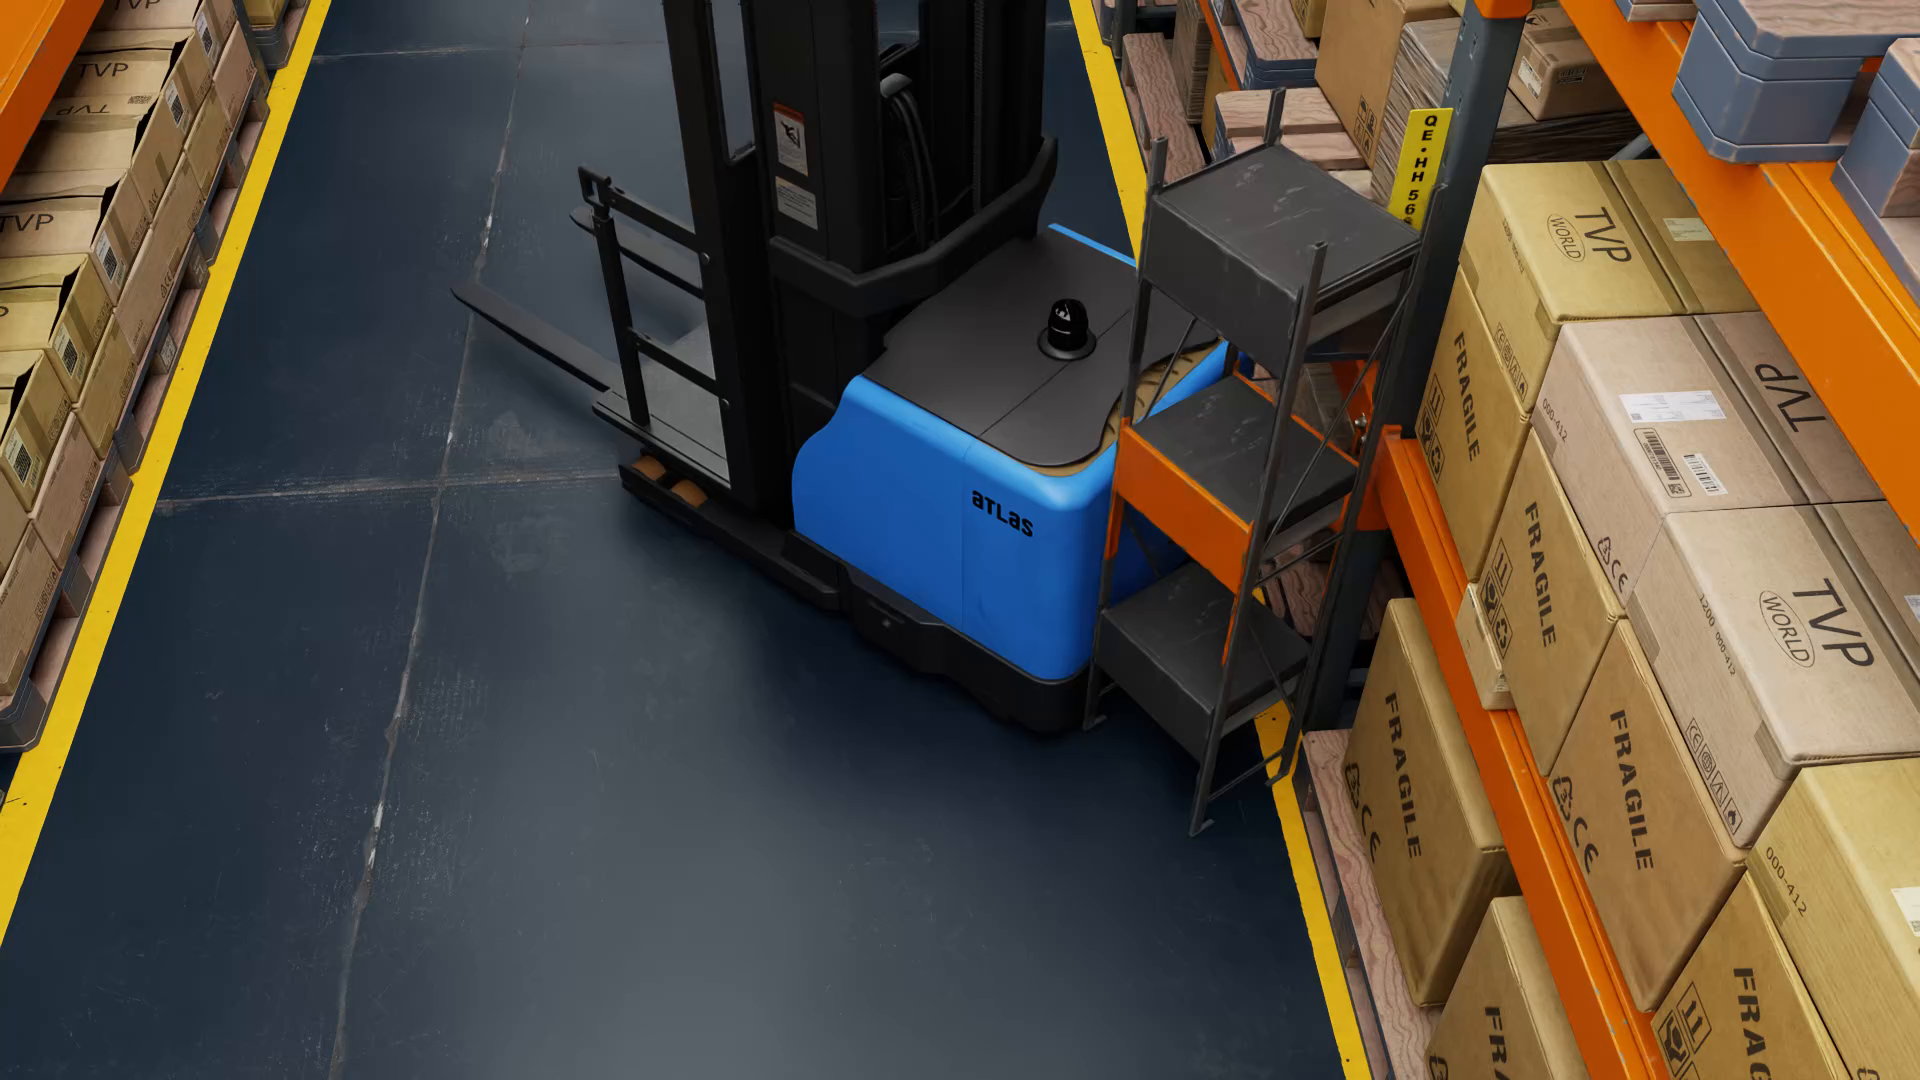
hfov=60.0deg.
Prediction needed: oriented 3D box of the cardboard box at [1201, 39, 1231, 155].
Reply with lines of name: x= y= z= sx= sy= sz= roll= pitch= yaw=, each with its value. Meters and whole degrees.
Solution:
cardboard box: x=1.402 y=-1.773 z=6.781 sx=0.700 sy=0.500 sz=0.500 roll=-4 pitch=47 yaw=-4

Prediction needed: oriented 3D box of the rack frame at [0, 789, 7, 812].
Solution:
rack frame: x=-3.371 y=-0.185 z=3.860 sx=1.000 sy=3.000 sz=0.127 roll=-3 pitch=47 yaw=-3

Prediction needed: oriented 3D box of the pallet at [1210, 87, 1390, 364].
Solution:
pallet: x=1.399 y=-0.932 z=4.699 sx=1.213 sy=0.211 sz=1.003 roll=-3 pitch=47 yaw=-3

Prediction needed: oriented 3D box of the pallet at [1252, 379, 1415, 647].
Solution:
pallet: x=1.501 y=-0.096 z=5.695 sx=1.003 sy=0.211 sz=1.213 roll=-3 pitch=47 yaw=-3

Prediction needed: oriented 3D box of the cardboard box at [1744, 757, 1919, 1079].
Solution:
cardboard box: x=1.487 y=0.573 z=2.338 sx=0.500 sy=0.250 sz=0.500 roll=-4 pitch=47 yaw=-4

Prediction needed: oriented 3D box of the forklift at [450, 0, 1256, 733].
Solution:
forklift: x=-0.564 y=-1.321 z=4.982 sx=3.031 sy=2.935 sz=1.130 roll=30 pitch=54 yaw=25

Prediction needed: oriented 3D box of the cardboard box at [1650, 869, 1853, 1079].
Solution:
cardboard box: x=1.477 y=0.849 z=2.592 sx=0.500 sy=0.500 sz=0.500 roll=-2 pitch=47 yaw=-2

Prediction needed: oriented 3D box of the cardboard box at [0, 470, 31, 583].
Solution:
cardboard box: x=-3.122 y=0.026 z=4.878 sx=0.500 sy=0.311 sz=0.500 roll=-2 pitch=47 yaw=-2

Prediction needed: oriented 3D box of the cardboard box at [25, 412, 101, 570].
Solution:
cardboard box: x=-3.165 y=-0.145 z=5.426 sx=0.500 sy=0.250 sz=0.500 roll=-5 pitch=47 yaw=-4

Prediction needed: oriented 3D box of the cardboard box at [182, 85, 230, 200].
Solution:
cardboard box: x=-3.342 y=-1.630 z=6.832 sx=0.500 sy=0.250 sz=0.500 roll=-4 pitch=47 yaw=-4

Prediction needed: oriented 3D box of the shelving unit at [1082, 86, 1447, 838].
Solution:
shelving unit: x=0.715 y=-0.087 z=4.374 sx=0.431 sy=2.100 sz=0.503 roll=-27 pitch=52 yaw=-26

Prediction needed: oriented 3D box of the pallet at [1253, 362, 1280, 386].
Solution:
pallet: x=1.402 y=-0.976 z=6.529 sx=1.003 sy=0.211 sz=1.213 roll=-3 pitch=47 yaw=-3

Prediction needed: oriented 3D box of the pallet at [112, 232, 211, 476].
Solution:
pallet: x=-3.500 y=-0.705 z=6.272 sx=1.003 sy=0.211 sz=1.213 roll=-3 pitch=47 yaw=-3

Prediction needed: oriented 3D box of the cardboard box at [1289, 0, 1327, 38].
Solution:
cardboard box: x=1.389 y=-1.914 z=5.125 sx=0.700 sy=0.500 sz=0.500 roll=-3 pitch=47 yaw=-3

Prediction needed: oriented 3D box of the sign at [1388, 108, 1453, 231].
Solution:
sign: x=1.025 y=-0.820 z=3.718 sx=0.100 sy=0.325 sz=0.005 roll=-3 pitch=47 yaw=-3

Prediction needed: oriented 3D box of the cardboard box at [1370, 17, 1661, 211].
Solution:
cardboard box: x=1.516 y=-1.014 z=4.273 sx=0.700 sy=0.500 sz=0.500 roll=-8 pitch=47 yaw=-8

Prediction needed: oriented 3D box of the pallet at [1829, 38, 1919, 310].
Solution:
pallet: x=1.768 y=-0.184 z=1.923 sx=1.003 sy=0.211 sz=1.213 roll=-2 pitch=47 yaw=-1

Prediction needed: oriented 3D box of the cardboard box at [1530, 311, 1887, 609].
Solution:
cardboard box: x=1.392 y=-0.158 z=3.029 sx=0.500 sy=0.250 sz=0.500 roll=-4 pitch=47 yaw=-4

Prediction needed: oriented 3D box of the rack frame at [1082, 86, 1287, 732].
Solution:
rack frame: x=0.568 y=-0.228 z=4.509 sx=0.400 sy=2.100 sz=0.015 roll=-27 pitch=52 yaw=-26

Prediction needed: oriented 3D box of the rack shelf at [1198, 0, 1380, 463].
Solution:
rack shelf: x=1.398 y=-1.689 z=5.779 sx=1.077 sy=0.370 sz=4.000 roll=-3 pitch=47 yaw=-3

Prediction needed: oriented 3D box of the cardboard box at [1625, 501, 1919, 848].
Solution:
cardboard box: x=1.438 y=0.204 z=2.687 sx=0.500 sy=0.250 sz=0.500 roll=-3 pitch=47 yaw=-3

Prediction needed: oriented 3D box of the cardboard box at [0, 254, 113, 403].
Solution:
cardboard box: x=-3.215 y=-0.723 z=5.587 sx=0.500 sy=0.311 sz=0.500 roll=-5 pitch=47 yaw=-4

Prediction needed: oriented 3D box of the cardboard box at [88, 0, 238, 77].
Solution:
cardboard box: x=-3.386 y=-2.196 z=6.982 sx=0.500 sy=0.311 sz=0.500 roll=-3 pitch=47 yaw=-3

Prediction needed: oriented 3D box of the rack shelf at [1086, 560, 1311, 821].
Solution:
rack shelf: x=0.699 y=0.414 z=4.882 sx=0.431 sy=0.518 sz=0.480 roll=-27 pitch=52 yaw=-26

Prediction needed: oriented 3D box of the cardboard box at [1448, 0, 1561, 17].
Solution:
cardboard box: x=1.465 y=-1.378 z=4.170 sx=0.380 sy=0.149 sz=0.250 roll=-11 pitch=47 yaw=-10

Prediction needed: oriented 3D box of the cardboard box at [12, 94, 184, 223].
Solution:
cardboard box: x=-3.297 y=-1.458 z=6.284 sx=0.500 sy=0.311 sz=0.500 roll=-4 pitch=47 yaw=-3

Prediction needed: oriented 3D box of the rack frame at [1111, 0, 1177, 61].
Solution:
rack frame: x=1.230 y=-3.383 z=6.888 sx=1.000 sy=3.000 sz=0.127 roll=-3 pitch=47 yaw=-3

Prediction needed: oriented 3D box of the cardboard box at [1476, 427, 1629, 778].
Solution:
cardboard box: x=1.385 y=0.114 z=3.289 sx=0.500 sy=0.500 sz=0.500 roll=-2 pitch=47 yaw=-2

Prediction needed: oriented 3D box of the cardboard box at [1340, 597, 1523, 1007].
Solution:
cardboard box: x=1.496 y=0.646 z=4.264 sx=0.750 sy=0.750 sz=0.750 roll=-4 pitch=47 yaw=-4

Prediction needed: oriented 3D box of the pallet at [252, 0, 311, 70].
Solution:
pallet: x=-3.731 y=-2.699 z=8.160 sx=1.003 sy=0.211 sz=1.213 roll=-3 pitch=47 yaw=-3

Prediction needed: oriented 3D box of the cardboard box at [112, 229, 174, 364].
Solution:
cardboard box: x=-3.257 y=-0.891 z=6.133 sx=0.500 sy=0.250 sz=0.500 roll=-3 pitch=47 yaw=-2
